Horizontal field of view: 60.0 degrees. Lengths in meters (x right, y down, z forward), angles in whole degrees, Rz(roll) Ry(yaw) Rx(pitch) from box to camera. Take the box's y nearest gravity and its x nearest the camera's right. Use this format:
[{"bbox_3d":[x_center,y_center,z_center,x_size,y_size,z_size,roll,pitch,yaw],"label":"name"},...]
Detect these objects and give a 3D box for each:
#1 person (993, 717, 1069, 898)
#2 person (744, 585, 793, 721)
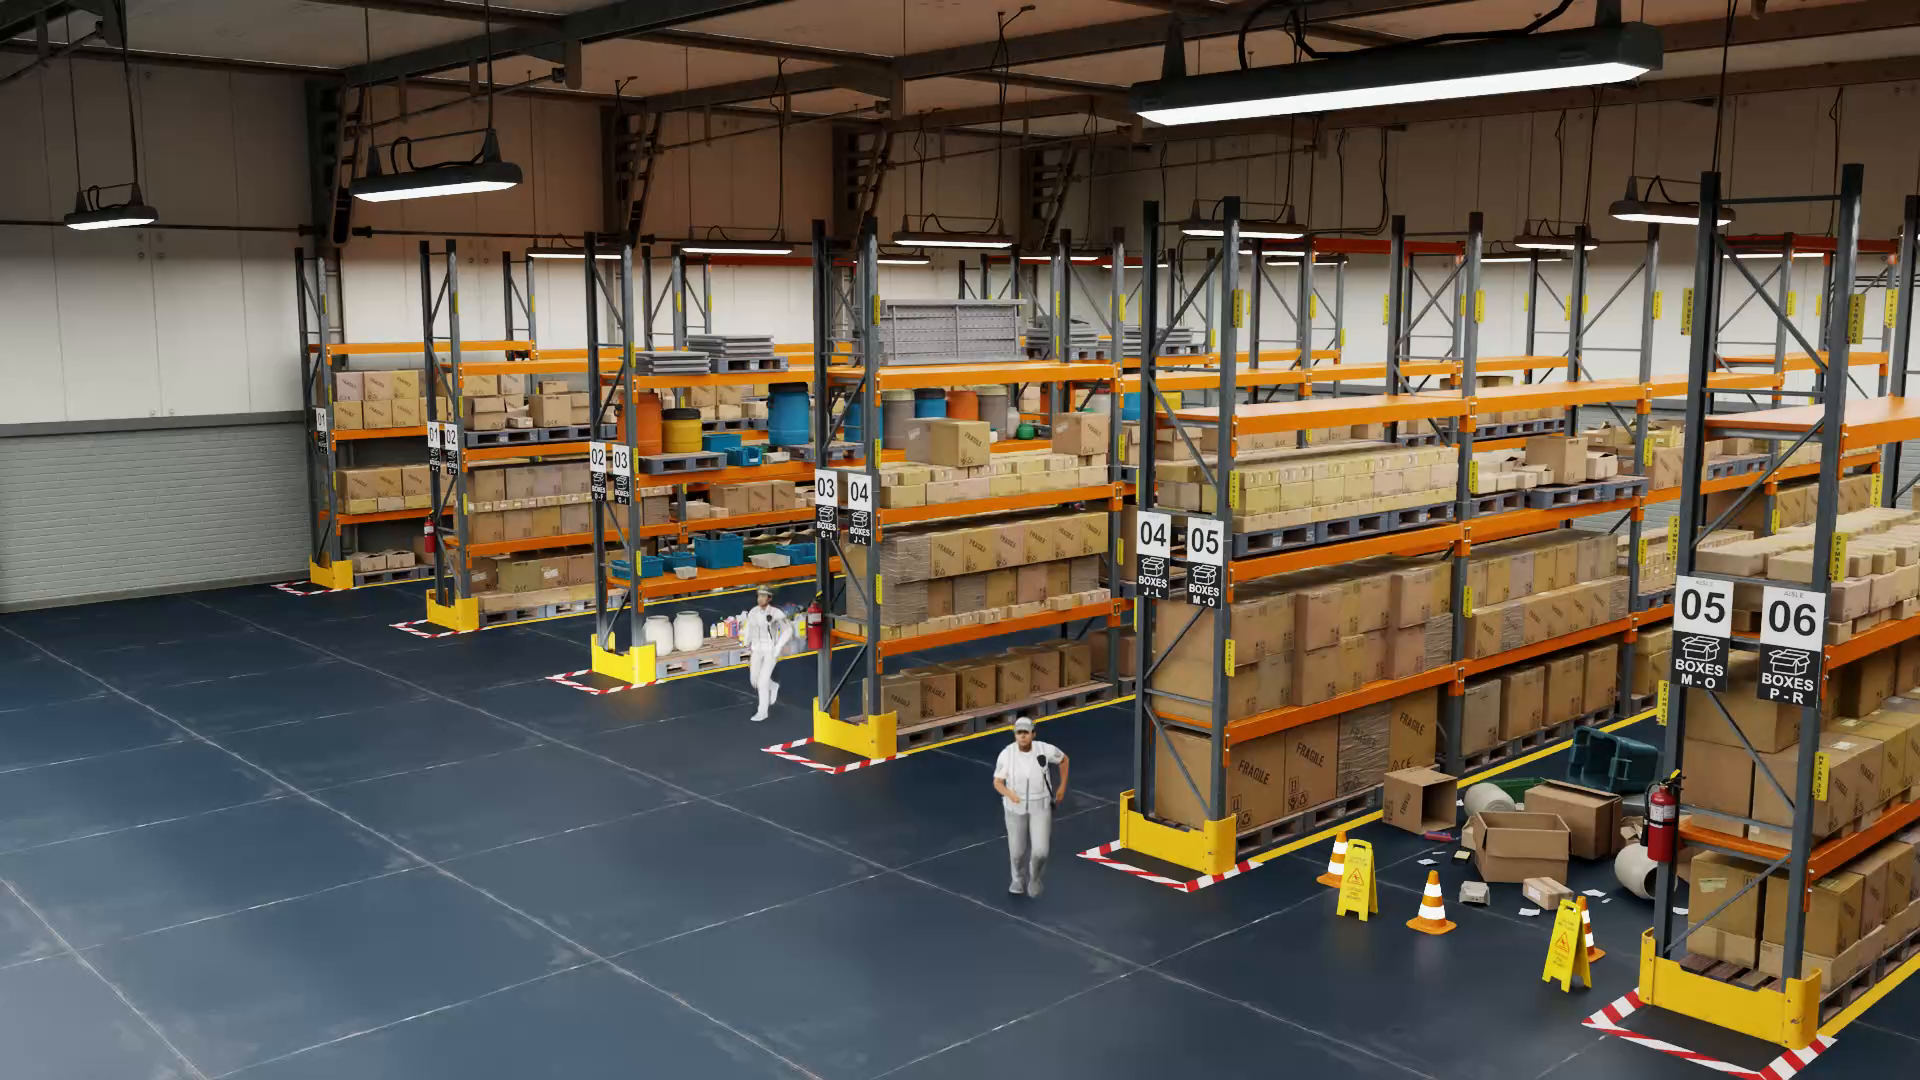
[{"bbox_3d":[0.599,2.291,14.145,0.625,1.622,0.787,1,8,7],"label":"person"},{"bbox_3d":[-2.369,1.356,20.450,0.619,1.663,0.684,4,9,23],"label":"person"}]
